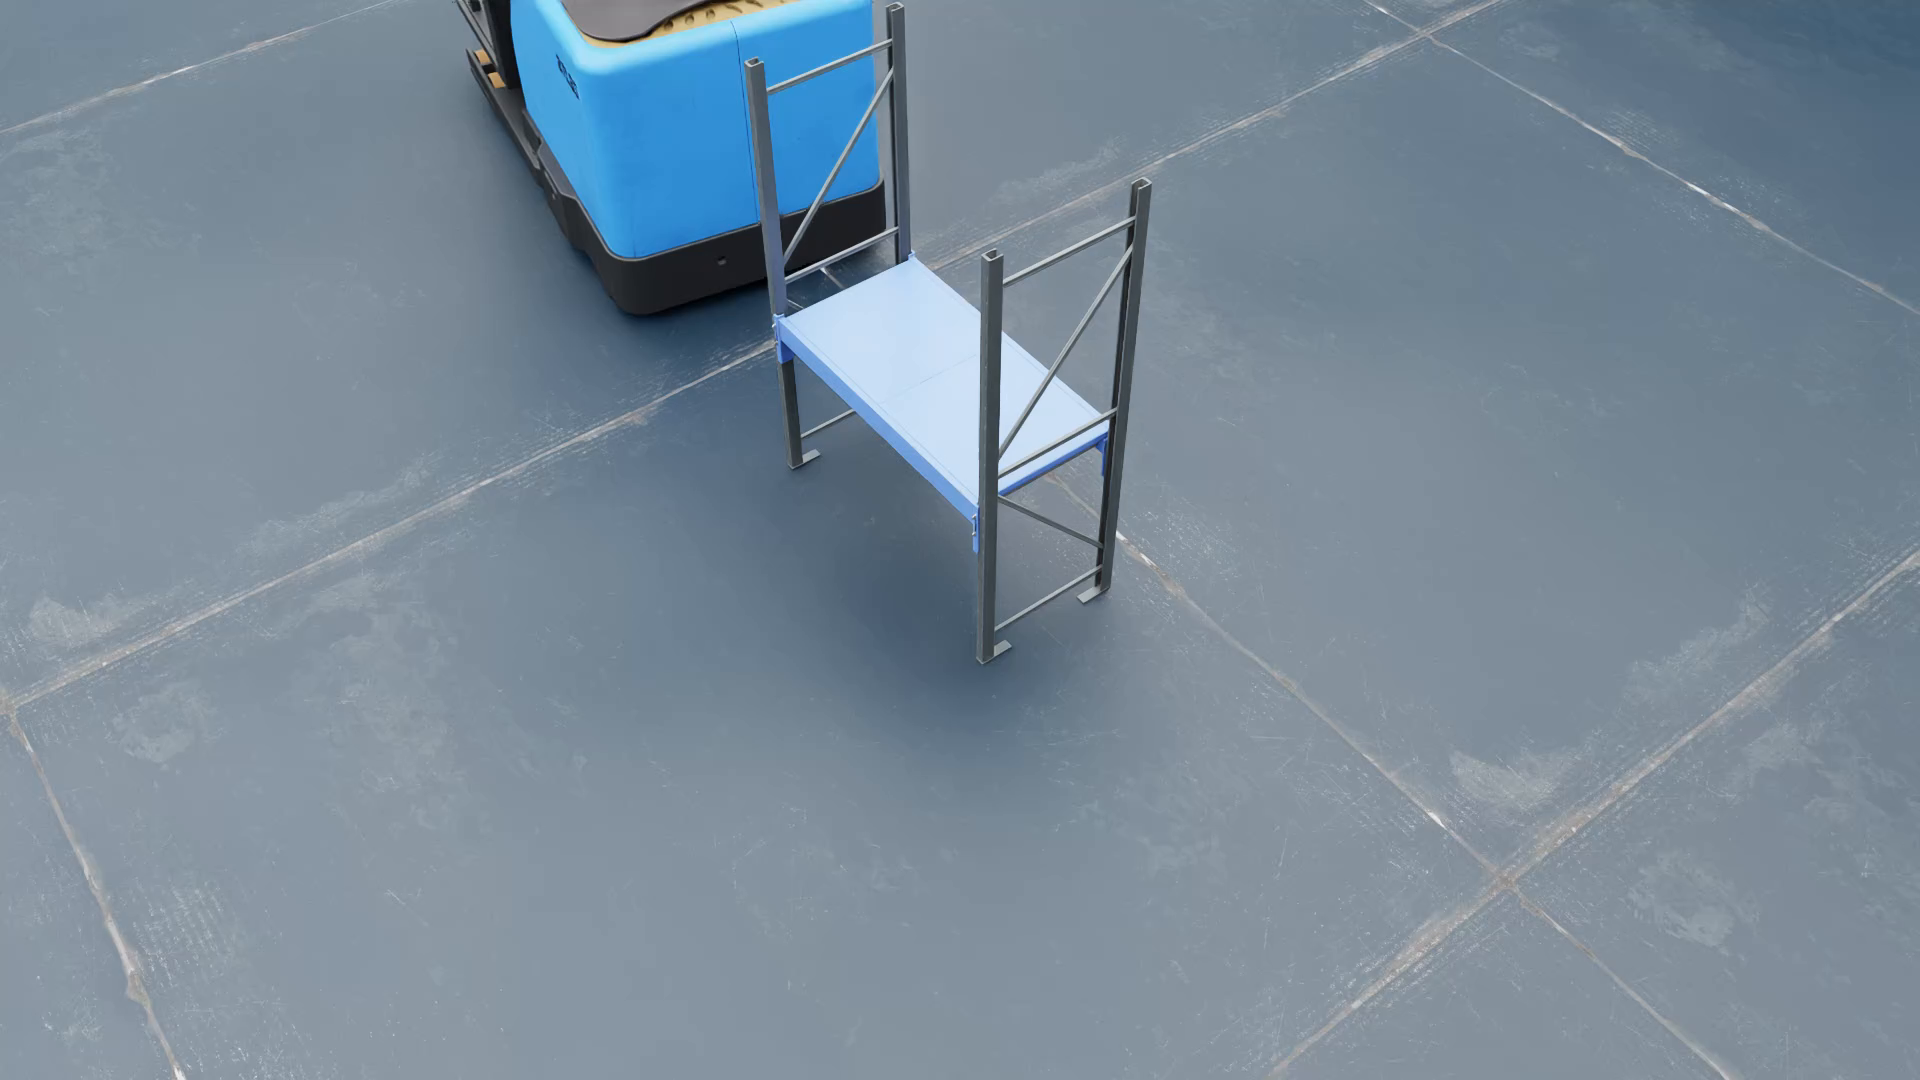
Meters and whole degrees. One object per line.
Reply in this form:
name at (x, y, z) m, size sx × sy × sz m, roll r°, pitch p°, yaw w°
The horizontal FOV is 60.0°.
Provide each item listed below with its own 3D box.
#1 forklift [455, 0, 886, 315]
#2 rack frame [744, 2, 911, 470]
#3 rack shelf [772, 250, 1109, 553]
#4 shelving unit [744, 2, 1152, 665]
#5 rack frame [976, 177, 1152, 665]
forklift at (-1.394, -2.880, 5.883) m, size 1.130 × 2.935 × 3.031 m, roll -21°, pitch 51°, yaw -18°
rack frame at (-0.359, -0.854, 5.012) m, size 0.500 × 1.500 × 0.032 m, roll -29°, pitch 54°, yaw -24°
rack shelf at (-0.052, -0.433, 4.873) m, size 0.538 × 0.185 × 1.000 m, roll -29°, pitch 54°, yaw -24°
shelving unit at (-0.052, -0.554, 4.740) m, size 0.538 × 1.500 × 1.048 m, roll -29°, pitch 54°, yaw -24°
rack frame at (0.256, -0.254, 4.468) m, size 0.500 × 1.500 × 0.032 m, roll -29°, pitch 54°, yaw -24°
